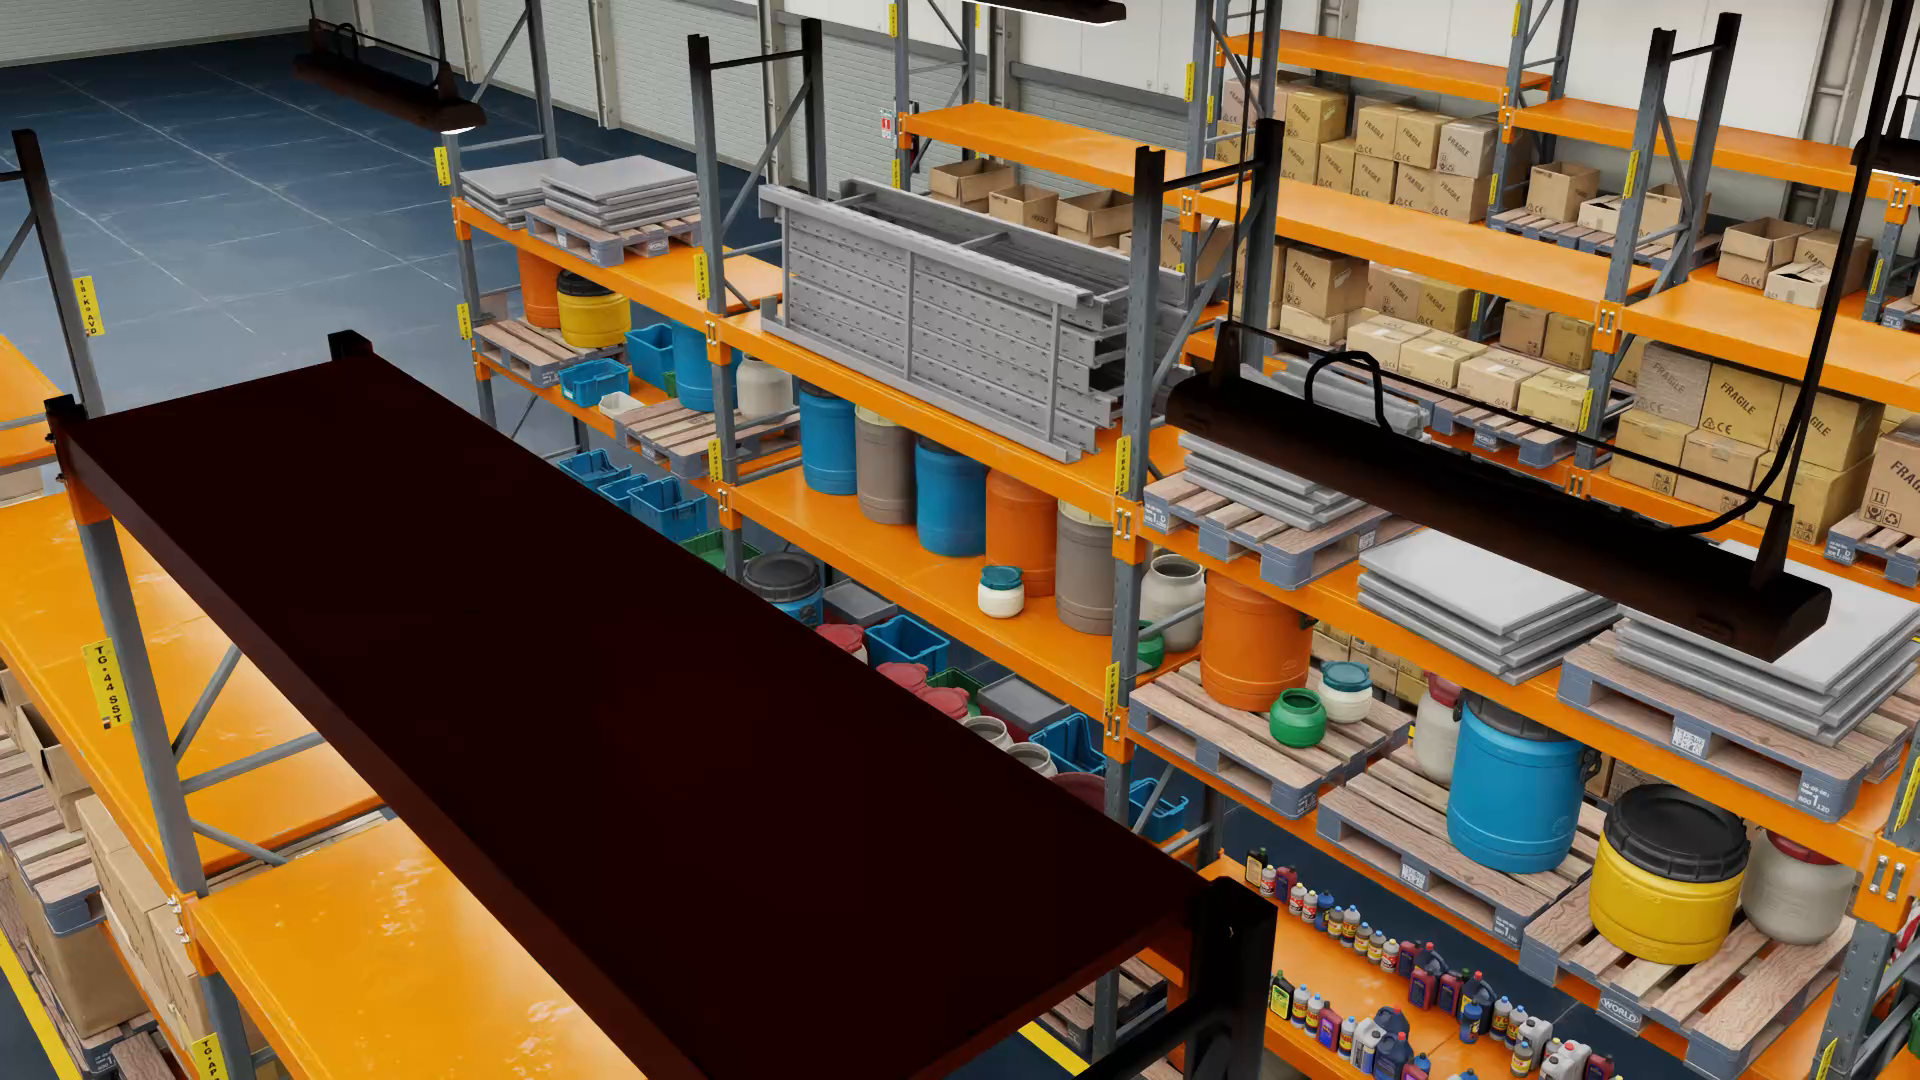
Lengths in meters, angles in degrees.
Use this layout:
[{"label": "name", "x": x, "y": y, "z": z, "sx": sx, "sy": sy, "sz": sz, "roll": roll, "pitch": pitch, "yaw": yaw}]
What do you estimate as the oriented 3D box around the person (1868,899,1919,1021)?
[{"label": "person", "x": 5.933, "y": 2.630, "z": 10.431, "sx": 0.554, "sy": 1.725, "sz": 1.072, "roll": -22, "pitch": 34, "yaw": -36}]
